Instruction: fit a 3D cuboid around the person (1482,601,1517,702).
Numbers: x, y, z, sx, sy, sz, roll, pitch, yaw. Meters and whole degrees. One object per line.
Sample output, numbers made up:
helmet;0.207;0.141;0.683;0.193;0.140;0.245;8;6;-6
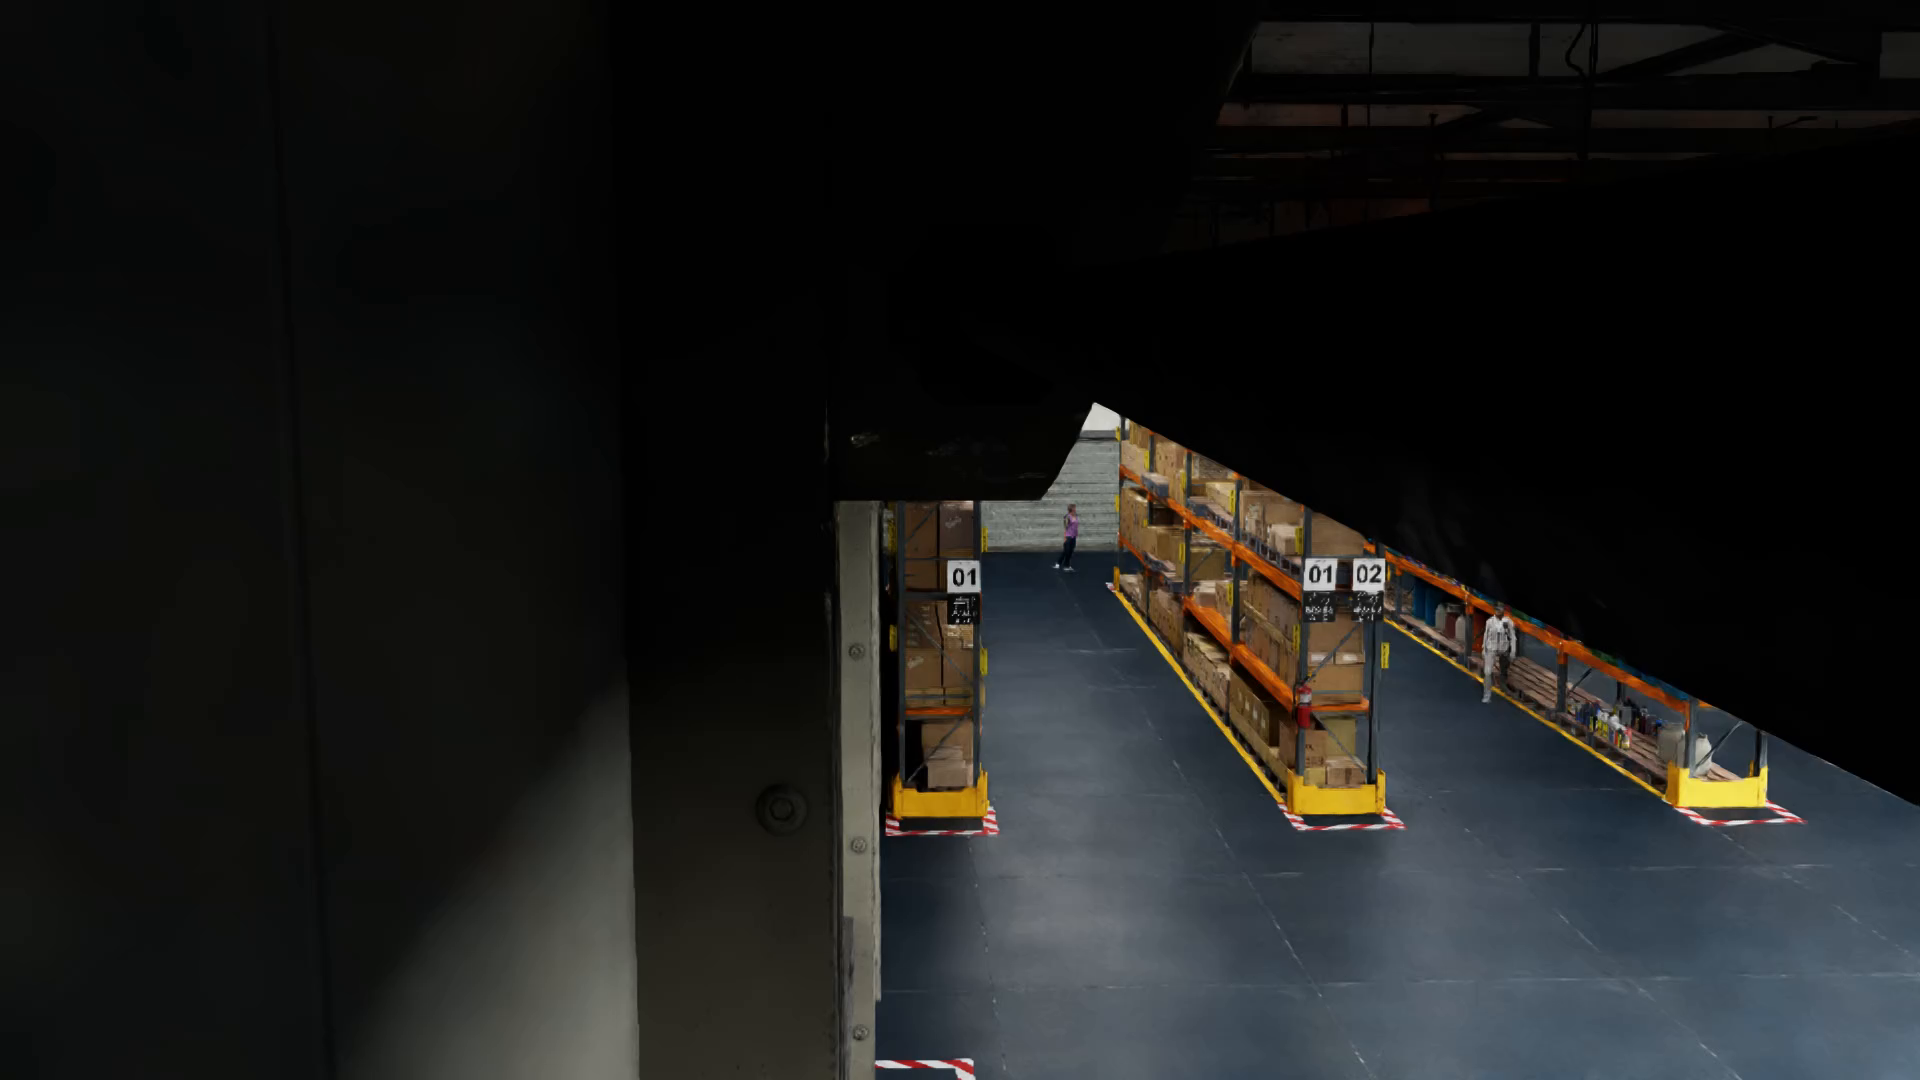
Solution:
person;8.562;1.742;26.420;0.521;1.606;0.925;3;9;19

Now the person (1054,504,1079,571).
person;2.499;-0.063;38.949;0.556;1.586;0.453;-8;11;-44
